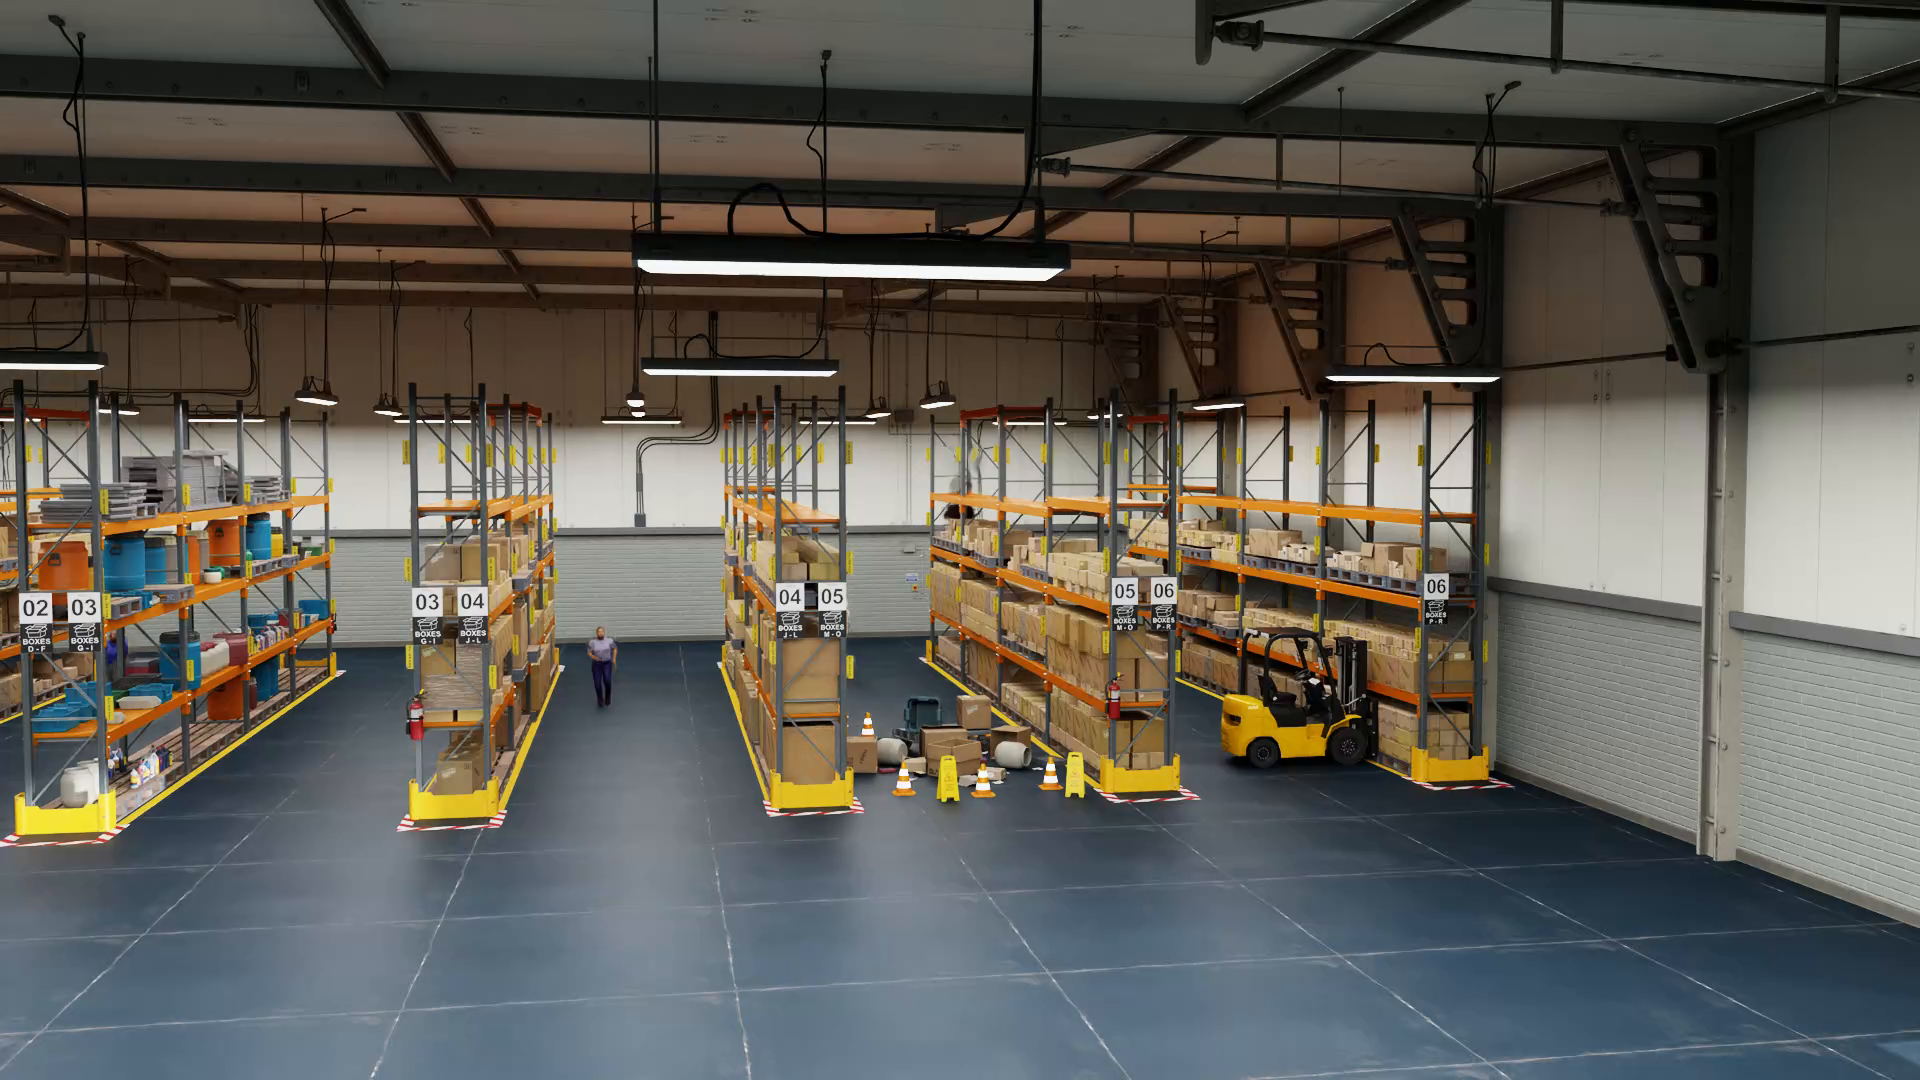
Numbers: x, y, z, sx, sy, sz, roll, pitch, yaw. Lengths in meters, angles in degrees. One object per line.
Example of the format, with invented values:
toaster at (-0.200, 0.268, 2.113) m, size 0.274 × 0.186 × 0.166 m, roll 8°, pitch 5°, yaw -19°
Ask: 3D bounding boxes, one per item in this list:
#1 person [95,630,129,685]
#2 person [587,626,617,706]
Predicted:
person at (-16.685, 2.563, 32.721) m, size 0.614 × 1.608 × 0.652 m, roll -1°, pitch 3°, yaw -20°
person at (-7.104, 2.512, 33.015) m, size 0.577 × 1.609 × 0.719 m, roll -1°, pitch 3°, yaw -11°
